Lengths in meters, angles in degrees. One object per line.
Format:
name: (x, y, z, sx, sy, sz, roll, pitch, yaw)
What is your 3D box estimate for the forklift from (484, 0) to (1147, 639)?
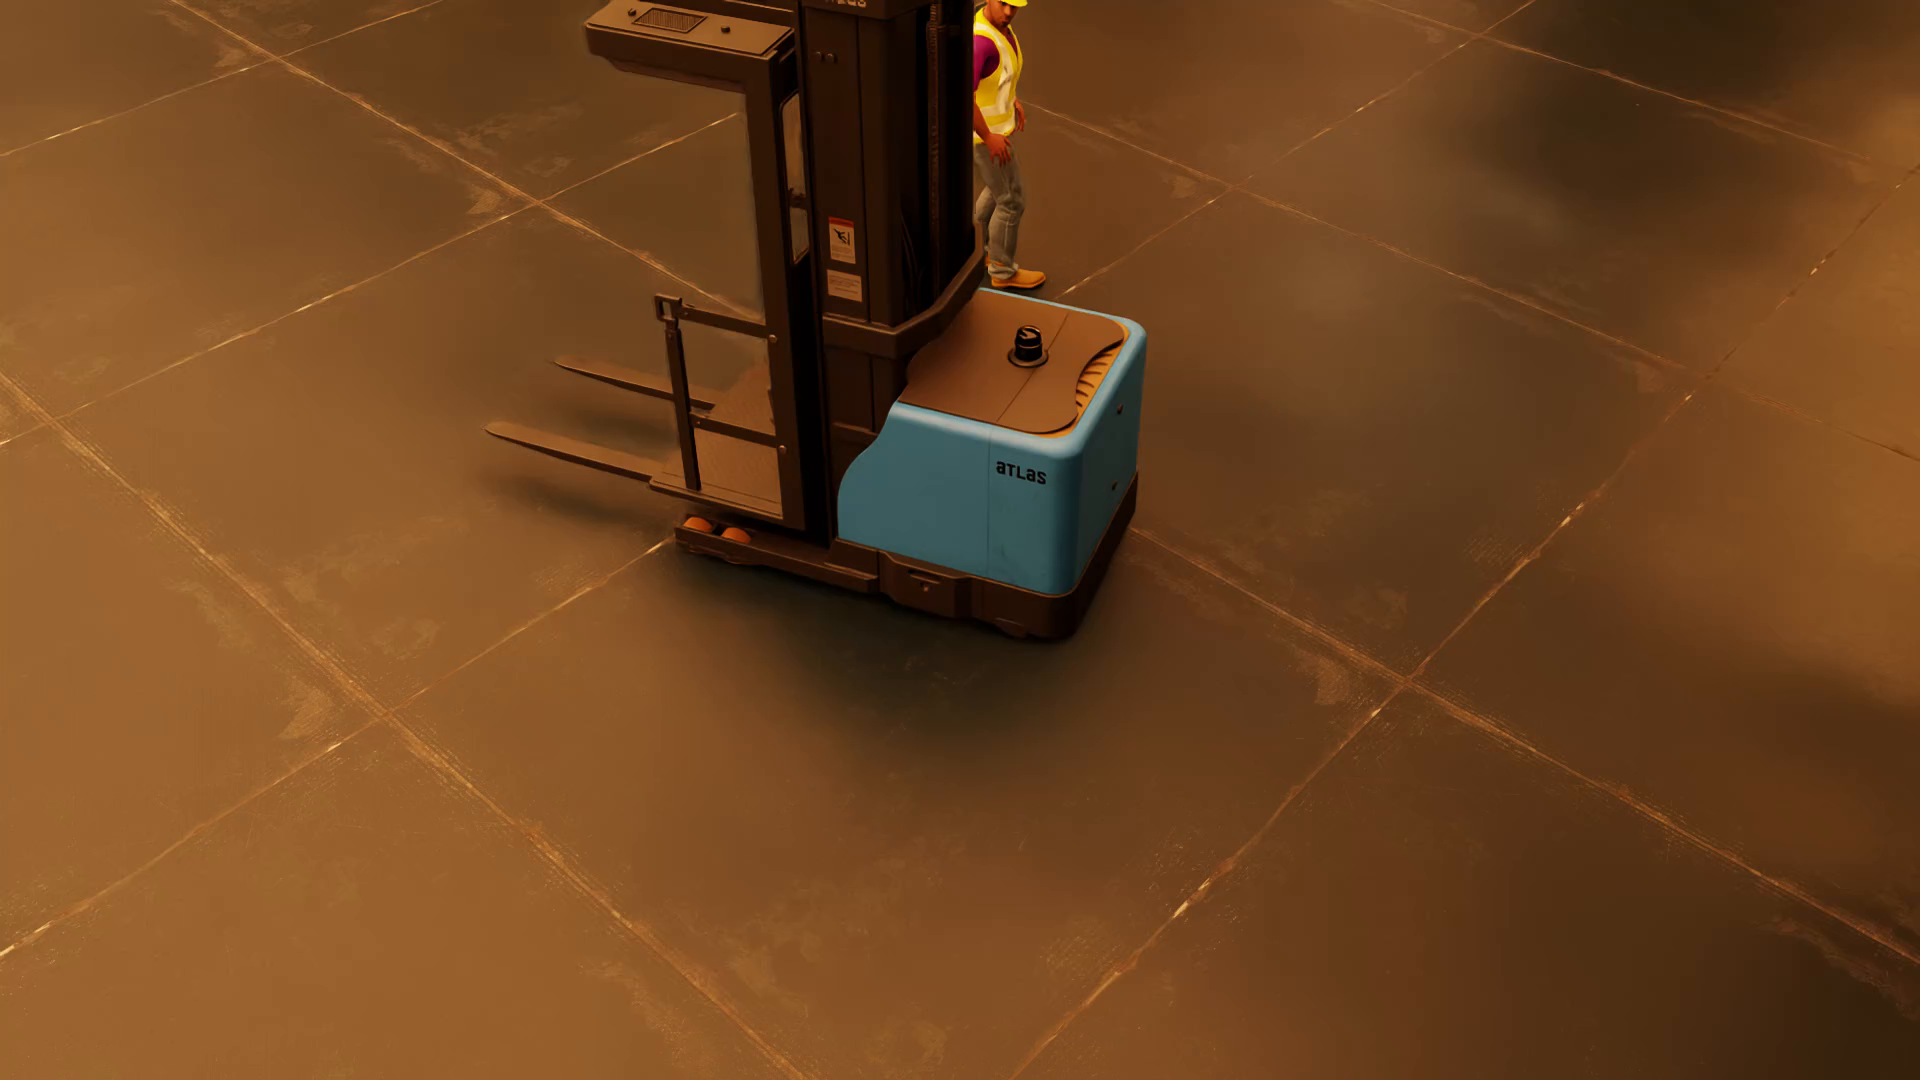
forklift: (-0.752, -1.305, 6.949, 3.031, 2.935, 1.130, 15, 43, 17)

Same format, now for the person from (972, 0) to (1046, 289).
person: (0.231, -2.212, 8.923, 0.519, 1.739, 0.785, 2, 41, 2)
